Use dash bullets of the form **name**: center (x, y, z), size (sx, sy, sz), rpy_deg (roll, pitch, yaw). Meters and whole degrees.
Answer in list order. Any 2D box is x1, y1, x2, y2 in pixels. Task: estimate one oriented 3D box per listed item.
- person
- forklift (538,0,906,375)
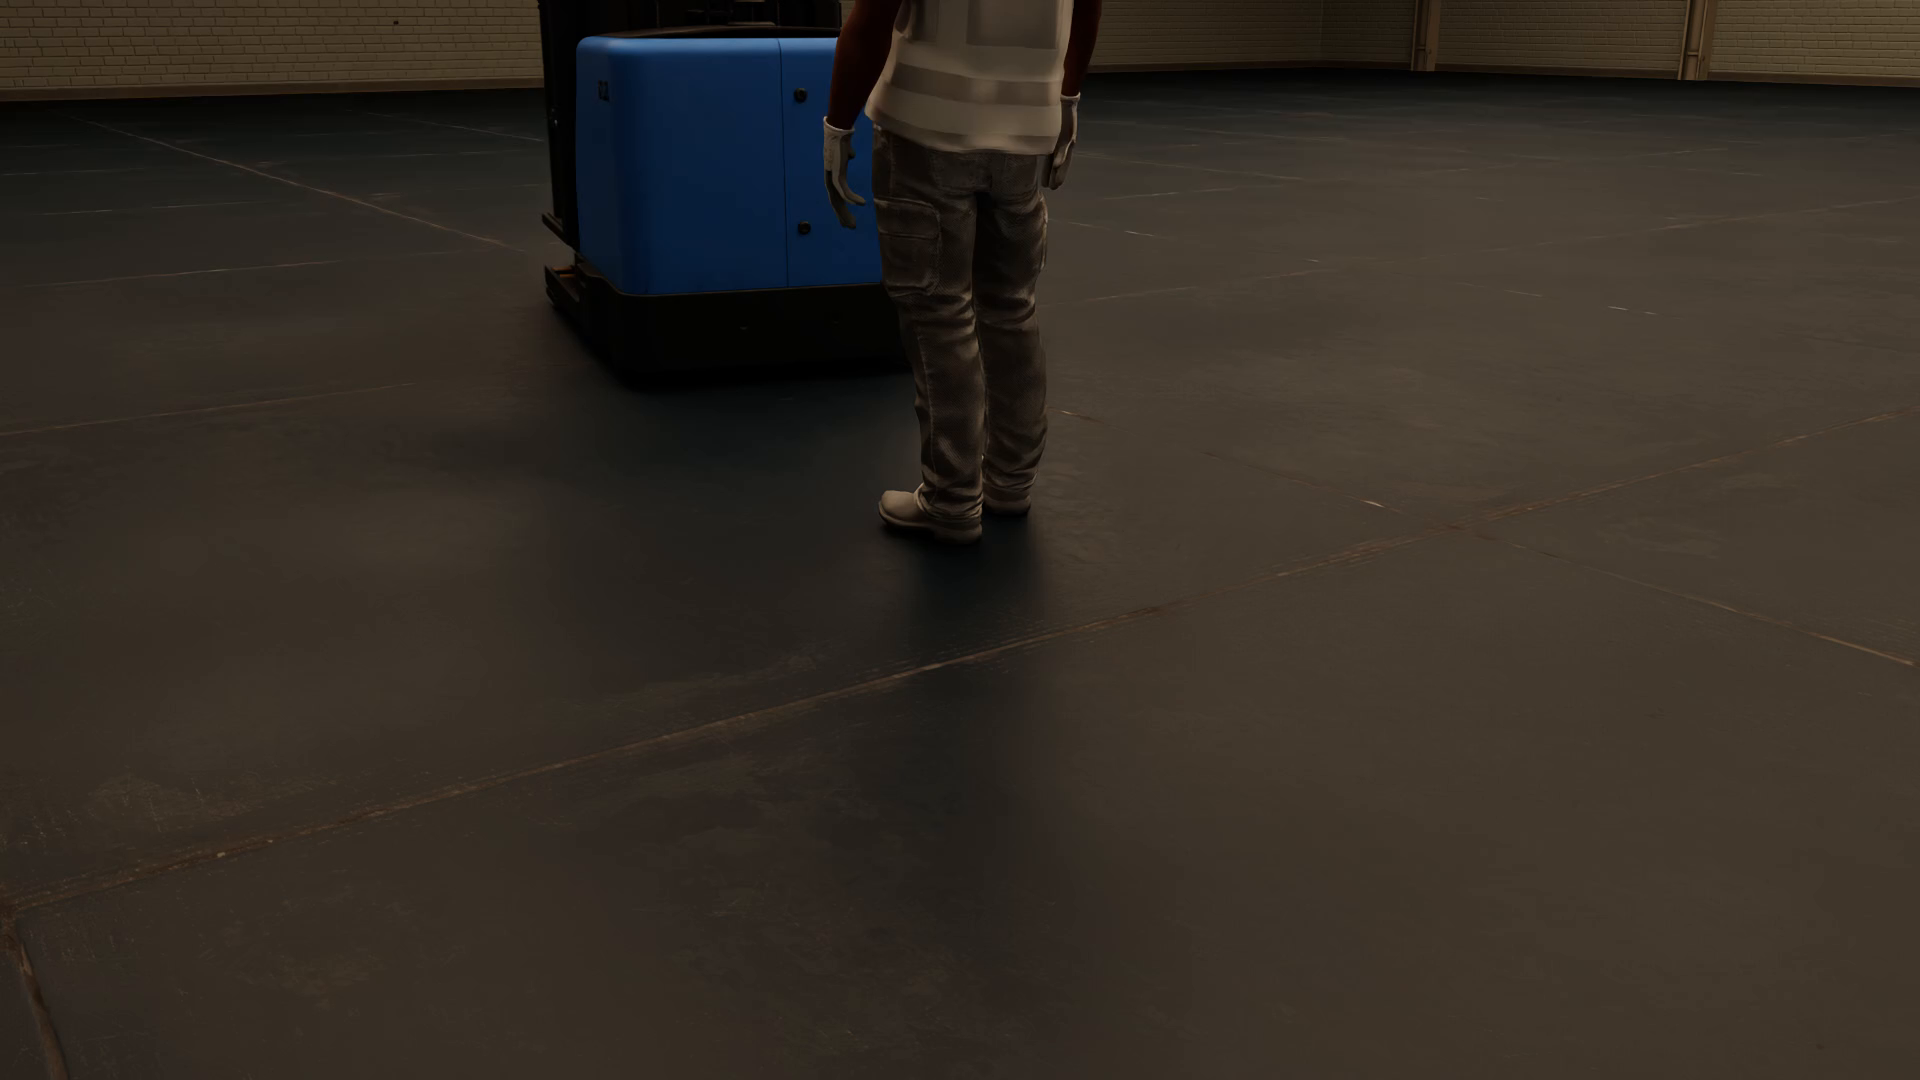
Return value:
- **person**: center (-0.034, -0.876, 3.592), size (0.656, 1.782, 0.577), rpy_deg (-12, 21, -34)
- **forklift**: center (-1.062, -2.333, 6.307), size (1.130, 2.935, 3.031), rpy_deg (-6, 19, -19)
